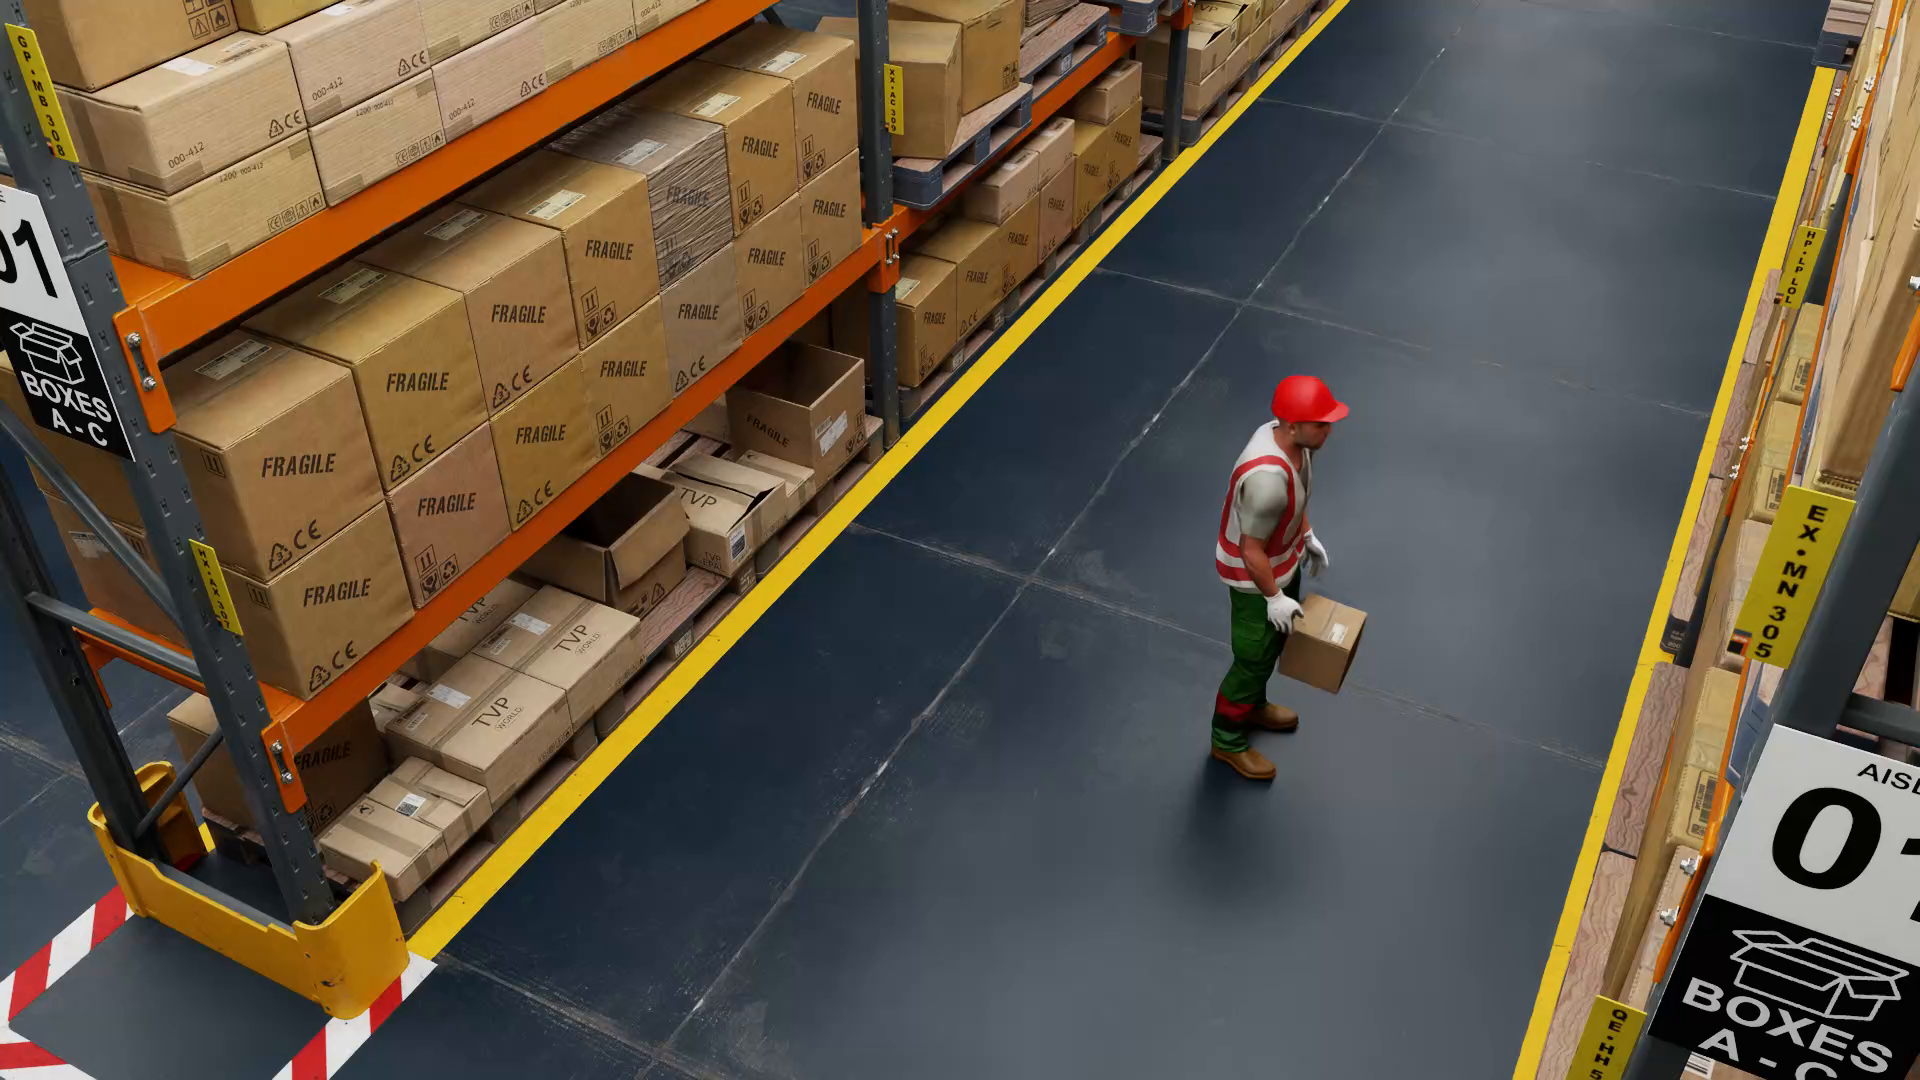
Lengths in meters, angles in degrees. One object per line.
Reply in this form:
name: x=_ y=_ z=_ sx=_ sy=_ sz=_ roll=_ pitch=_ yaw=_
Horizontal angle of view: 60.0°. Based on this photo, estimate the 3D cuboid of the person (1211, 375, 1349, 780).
person: x=1.222 y=0.118 z=6.578 sx=0.404 sy=1.787 sz=0.547 roll=17 pitch=41 yaw=20
